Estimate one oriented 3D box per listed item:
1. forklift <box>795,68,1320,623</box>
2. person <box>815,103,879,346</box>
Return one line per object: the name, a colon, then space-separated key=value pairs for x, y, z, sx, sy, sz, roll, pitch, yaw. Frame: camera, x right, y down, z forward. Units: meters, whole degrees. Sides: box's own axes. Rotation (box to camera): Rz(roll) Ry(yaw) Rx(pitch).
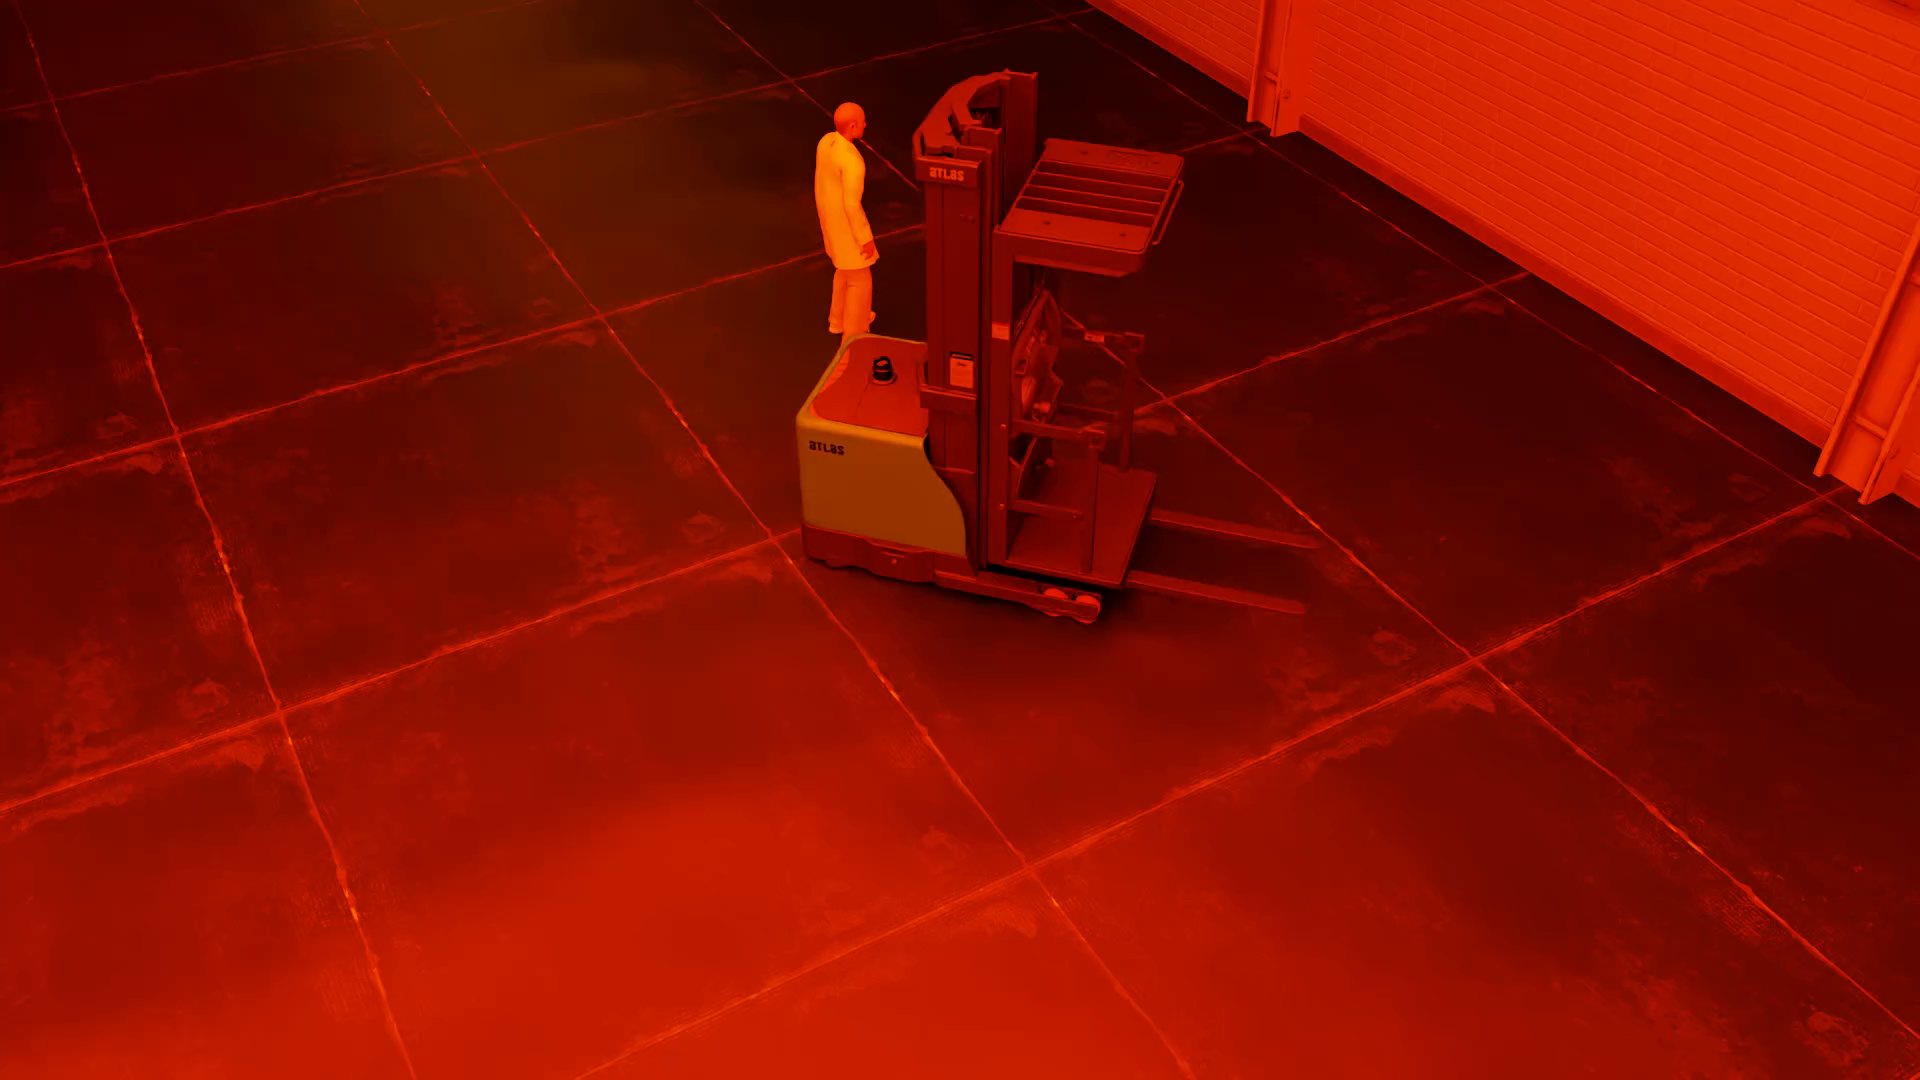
forklift: x=0.614 y=-1.022 z=9.268 sx=3.031 sy=2.935 sz=1.130 roll=11 pitch=41 yaw=13
person: x=-0.774 y=-2.191 z=11.584 sx=0.423 sy=1.774 sz=0.653 roll=-15 pitch=42 yaw=-17
